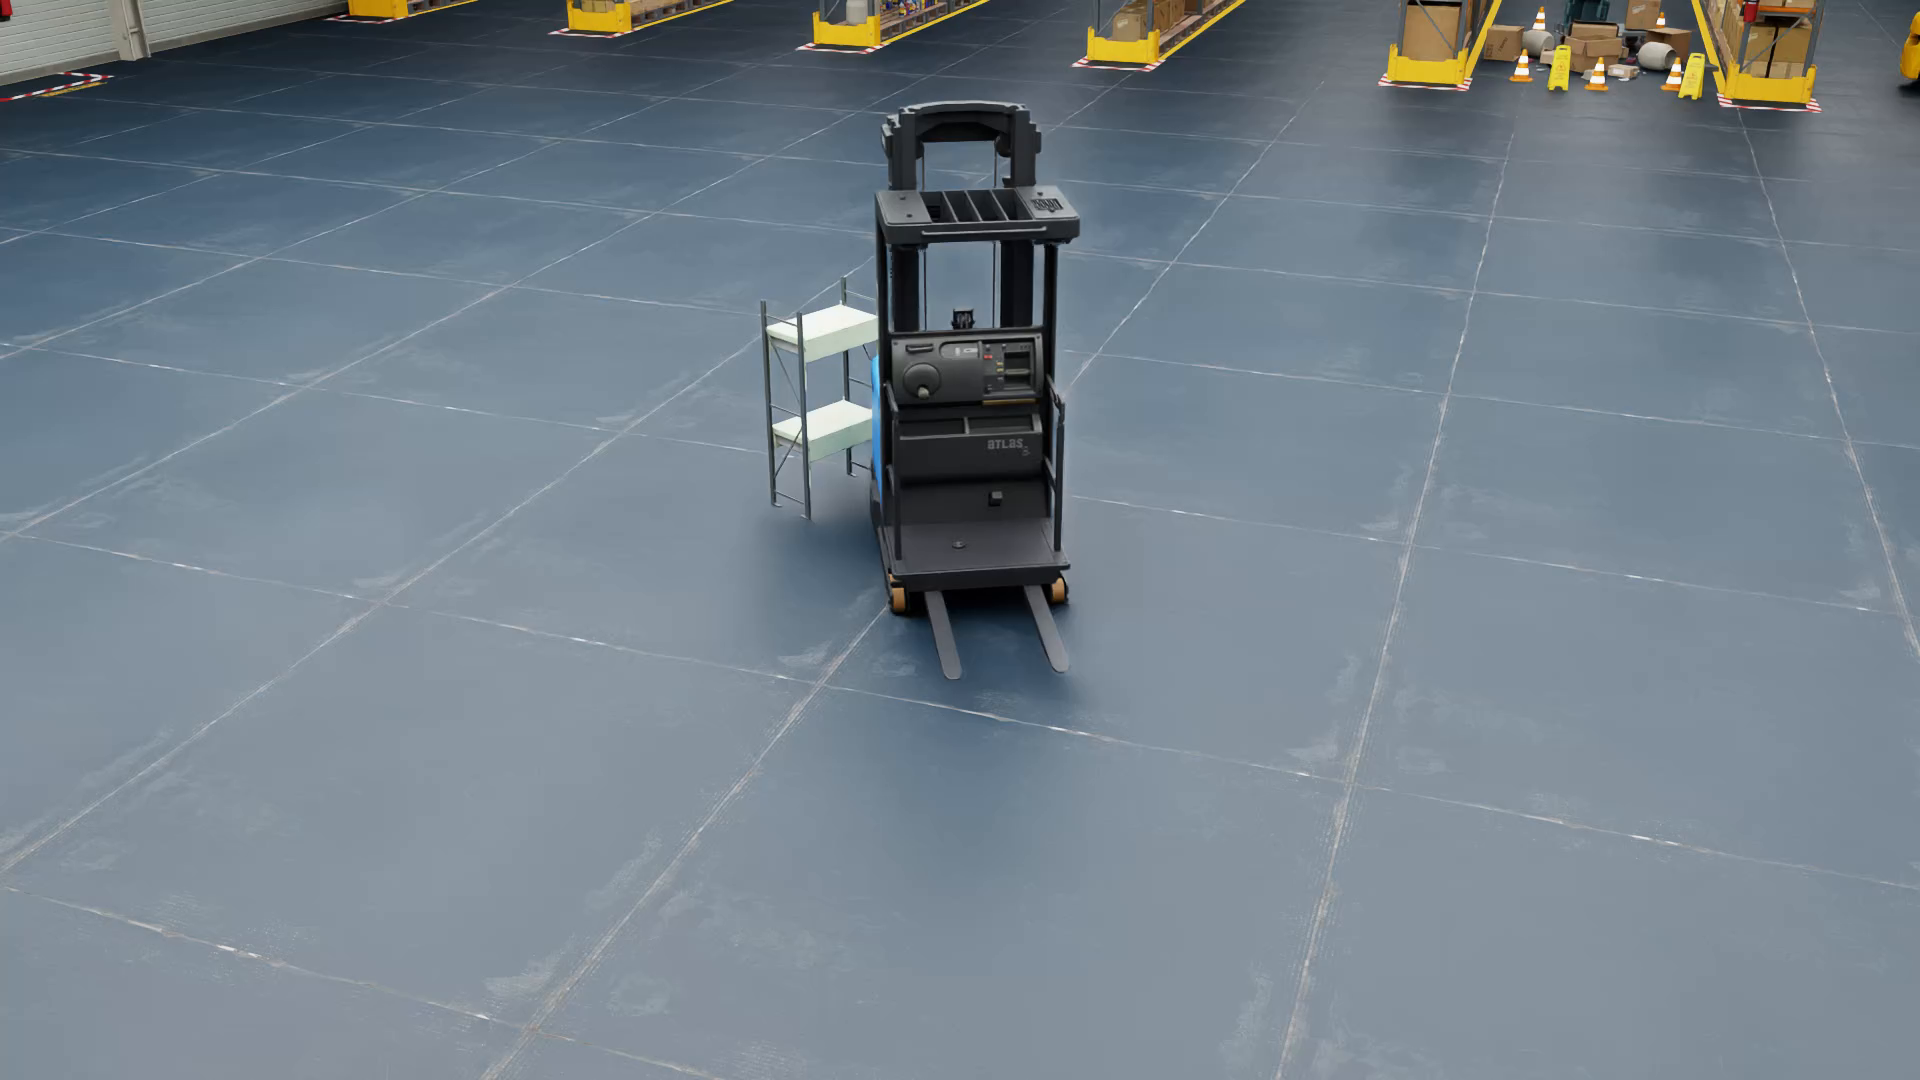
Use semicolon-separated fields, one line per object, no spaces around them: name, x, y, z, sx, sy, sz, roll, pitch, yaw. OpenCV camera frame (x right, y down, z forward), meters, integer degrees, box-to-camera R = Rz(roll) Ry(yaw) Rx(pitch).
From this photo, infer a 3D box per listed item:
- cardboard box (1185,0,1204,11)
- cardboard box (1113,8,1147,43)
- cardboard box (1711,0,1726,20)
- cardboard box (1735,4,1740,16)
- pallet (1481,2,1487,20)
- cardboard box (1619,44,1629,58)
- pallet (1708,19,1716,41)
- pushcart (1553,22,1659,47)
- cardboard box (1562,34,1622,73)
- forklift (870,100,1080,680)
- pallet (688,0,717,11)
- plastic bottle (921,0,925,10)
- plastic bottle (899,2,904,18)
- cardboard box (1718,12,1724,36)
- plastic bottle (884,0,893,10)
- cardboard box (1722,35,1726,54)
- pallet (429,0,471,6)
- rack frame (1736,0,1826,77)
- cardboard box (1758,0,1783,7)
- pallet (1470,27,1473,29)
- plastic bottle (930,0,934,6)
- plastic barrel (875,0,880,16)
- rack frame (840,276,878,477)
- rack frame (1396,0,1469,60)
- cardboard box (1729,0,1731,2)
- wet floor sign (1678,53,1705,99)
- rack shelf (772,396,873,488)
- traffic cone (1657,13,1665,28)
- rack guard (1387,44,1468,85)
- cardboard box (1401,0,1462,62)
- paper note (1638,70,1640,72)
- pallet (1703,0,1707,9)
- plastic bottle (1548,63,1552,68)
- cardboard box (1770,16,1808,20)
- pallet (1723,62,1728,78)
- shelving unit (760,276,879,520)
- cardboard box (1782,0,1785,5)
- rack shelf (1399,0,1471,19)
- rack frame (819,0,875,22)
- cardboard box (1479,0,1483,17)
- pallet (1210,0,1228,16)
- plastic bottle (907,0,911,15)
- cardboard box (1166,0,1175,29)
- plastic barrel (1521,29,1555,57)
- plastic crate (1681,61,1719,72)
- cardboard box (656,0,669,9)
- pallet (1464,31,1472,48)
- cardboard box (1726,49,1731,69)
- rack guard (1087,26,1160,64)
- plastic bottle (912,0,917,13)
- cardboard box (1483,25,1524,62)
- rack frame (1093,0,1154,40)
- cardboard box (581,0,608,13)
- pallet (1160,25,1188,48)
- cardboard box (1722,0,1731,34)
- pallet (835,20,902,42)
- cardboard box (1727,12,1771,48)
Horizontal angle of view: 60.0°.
cardboard box;4.254;-10.331;31.509;0.700;0.500;0.500;7;27;13
cardboard box;2.922;-8.683;28.128;0.500;0.500;0.500;14;29;27
cardboard box;14.270;-9.687;30.348;0.950;0.372;0.625;8;27;16
cardboard box;12.299;-8.247;25.910;0.380;0.149;0.250;10;28;20
pallet;9.671;-10.324;32.330;1.003;0.211;1.213;9;27;17
cardboard box;11.079;-8.318;28.124;0.258;0.266;0.396;-9;27;-18
pallet;14.036;-9.140;29.885;1.003;0.211;1.213;9;27;17
pushcart;11.208;-8.702;28.789;1.648;0.377;0.936;0;26;-1
cardboard box;10.240;-7.893;26.975;0.797;0.503;0.637;-9;27;-18
forklift;0.076;-1.024;10.002;1.130;2.935;3.031;-3;26;-7
pallet;-5.615;-10.871;33.461;1.003;0.211;1.213;9;27;17
plastic bottle;-0.755;-10.215;31.440;0.144;0.351;0.185;9;27;17
plastic bottle;-1.075;-9.753;30.578;0.097;0.271;0.097;0;26;0
cardboard box;13.547;-8.794;28.504;0.950;0.372;0.625;9;27;18
plastic bottle;-1.358;-10.164;31.421;0.152;0.276;0.135;9;27;17
cardboard box;12.756;-8.099;27.208;0.500;0.250;0.500;10;28;20
pallet;-10.578;-11.125;33.984;1.003;0.211;1.213;9;27;17
rack frame;12.043;-7.928;24.182;1.000;3.000;0.127;9;27;17
cardboard box;11.966;-8.000;24.618;0.380;0.149;0.250;10;27;19
pallet;8.859;-9.321;30.259;1.003;0.211;1.213;9;27;17
plastic bottle;-0.584;-10.426;31.877;0.144;0.351;0.185;8;27;16
plastic barrel;-1.659;-9.640;30.091;0.421;0.512;0.421;0;26;0
rack frame;-0.682;-1.107;11.815;0.400;1.500;0.023;22;34;38
rack frame;7.342;-8.604;25.579;1.000;3.000;0.127;9;27;17
cardboard box;12.825;-8.907;27.272;0.380;0.149;0.250;9;27;18
wet floor sign;10.971;-6.945;24.854;0.267;0.644;0.232;20;32;35
rack shelf;-0.934;-0.698;11.718;0.431;0.370;0.720;22;34;38
traffic cone;12.467;-9.143;29.602;0.336;0.463;0.334;9;27;17
rack guard;7.334;-7.469;26.103;1.175;0.500;0.348;9;27;17
cardboard box;7.505;-8.125;26.546;0.875;0.875;0.875;9;27;18
paper note;10.905;-7.591;26.906;0.148;0.019;0.142;20;32;35
pallet;15.447;-10.773;33.258;1.003;0.211;1.213;9;27;17
plastic bottle;9.708;-7.765;27.218;0.133;0.061;0.283;0;26;-1
cardboard box;12.924;-7.939;26.017;0.500;0.500;0.500;9;27;18
pallet;12.780;-7.532;26.565;1.003;0.211;1.213;9;27;17
shelving unit;-0.934;-0.991;11.576;0.431;1.500;0.755;22;34;38
cardboard box;12.422;-8.030;24.682;0.380;0.149;0.250;9;27;18
rack shelf;8.007;-9.102;27.433;1.077;0.370;4.000;9;27;17
rack frame;-1.973;-10.083;28.634;1.000;3.000;0.127;9;27;17
cardboard box;9.119;-10.088;30.744;1.050;0.750;0.750;9;27;17
pallet;4.691;-10.577;32.853;1.003;0.211;1.213;9;27;17
plastic bottle;-0.961;-9.894;30.869;0.097;0.271;0.097;0;26;0
cardboard box;3.542;-9.411;29.632;0.500;0.500;0.500;6;27;13
plastic barrel;9.742;-8.400;28.113;0.421;0.421;0.512;-14;29;-27
plastic crate;12.079;-7.731;27.126;0.402;0.080;0.583;0;26;-1
cardboard box;-5.924;-10.354;31.866;0.500;0.250;0.500;9;27;17
pallet;8.346;-8.692;28.960;1.003;0.211;1.213;9;27;17
cardboard box;12.238;-7.462;25.894;0.500;0.250;0.500;9;27;18
rack guard;2.723;-8.271;27.759;1.175;0.500;0.348;9;27;17
plastic bottle;-0.861;-10.018;31.126;0.097;0.271;0.097;0;26;0
cardboard box;9.124;-8.337;27.893;0.500;0.500;0.500;14;29;26
rack frame;2.698;-9.365;27.150;1.000;3.000;0.127;9;27;17
cardboard box;-6.743;-10.018;31.172;0.500;0.250;0.500;9;27;17
pallet;3.435;-8.970;29.533;1.003;0.211;1.213;9;27;17
cardboard box;12.923;-8.657;27.501;0.500;0.500;0.500;10;28;20
pallet;-1.716;-9.199;30.008;1.003;0.211;1.213;9;27;17
cardboard box;12.409;-8.005;26.155;0.500;0.500;0.500;8;27;16
